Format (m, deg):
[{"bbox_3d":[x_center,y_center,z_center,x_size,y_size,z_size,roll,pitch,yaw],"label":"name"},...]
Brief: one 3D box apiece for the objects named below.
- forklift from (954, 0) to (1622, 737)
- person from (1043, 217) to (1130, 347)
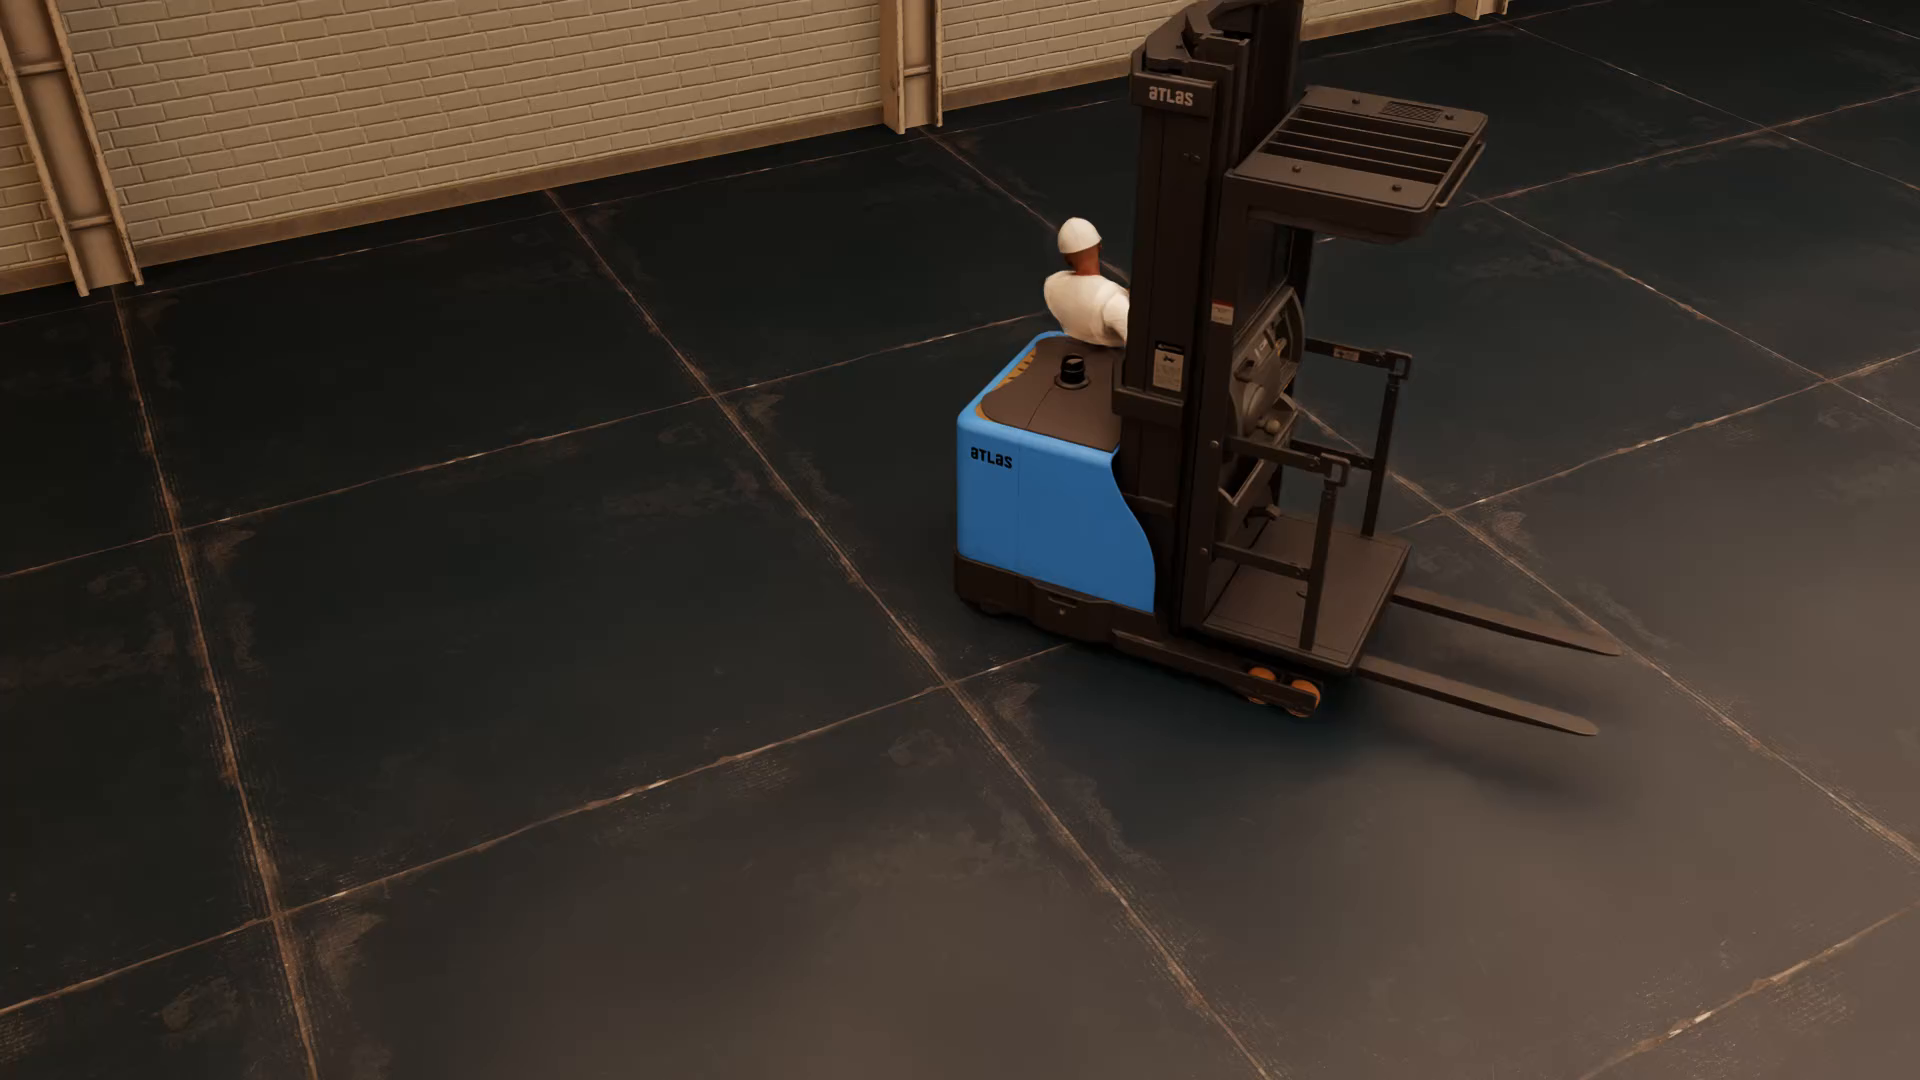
[{"bbox_3d":[1.520,-0.748,7.181,3.031,2.935,1.130,16,38,22],"label":"forklift"},{"bbox_3d":[0.834,-0.861,8.446,0.832,1.678,0.880,23,41,29],"label":"person"}]
